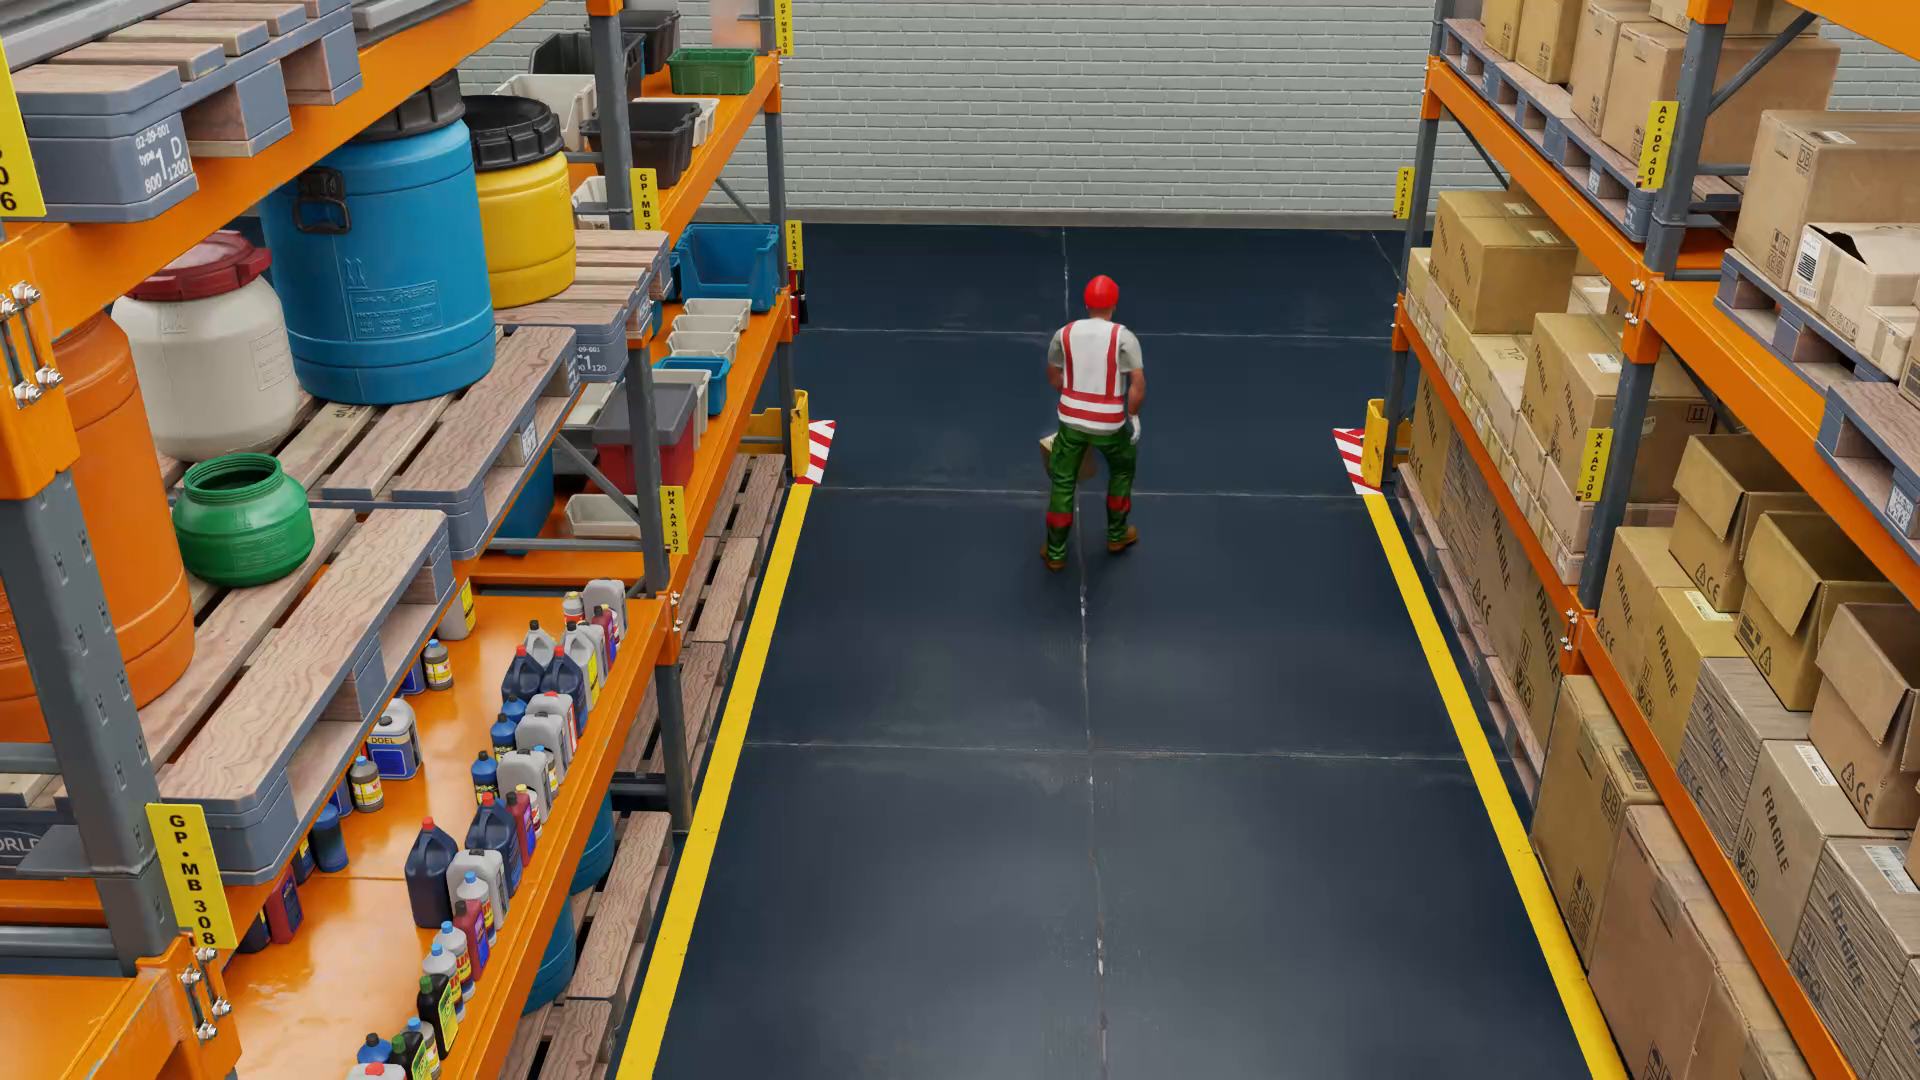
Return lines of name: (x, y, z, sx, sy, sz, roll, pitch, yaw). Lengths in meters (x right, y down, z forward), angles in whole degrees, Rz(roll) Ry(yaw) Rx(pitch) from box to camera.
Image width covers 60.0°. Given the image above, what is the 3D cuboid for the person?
person: (0.809, -0.715, 9.990, 0.620, 1.748, 0.663, 7, 29, 14)
